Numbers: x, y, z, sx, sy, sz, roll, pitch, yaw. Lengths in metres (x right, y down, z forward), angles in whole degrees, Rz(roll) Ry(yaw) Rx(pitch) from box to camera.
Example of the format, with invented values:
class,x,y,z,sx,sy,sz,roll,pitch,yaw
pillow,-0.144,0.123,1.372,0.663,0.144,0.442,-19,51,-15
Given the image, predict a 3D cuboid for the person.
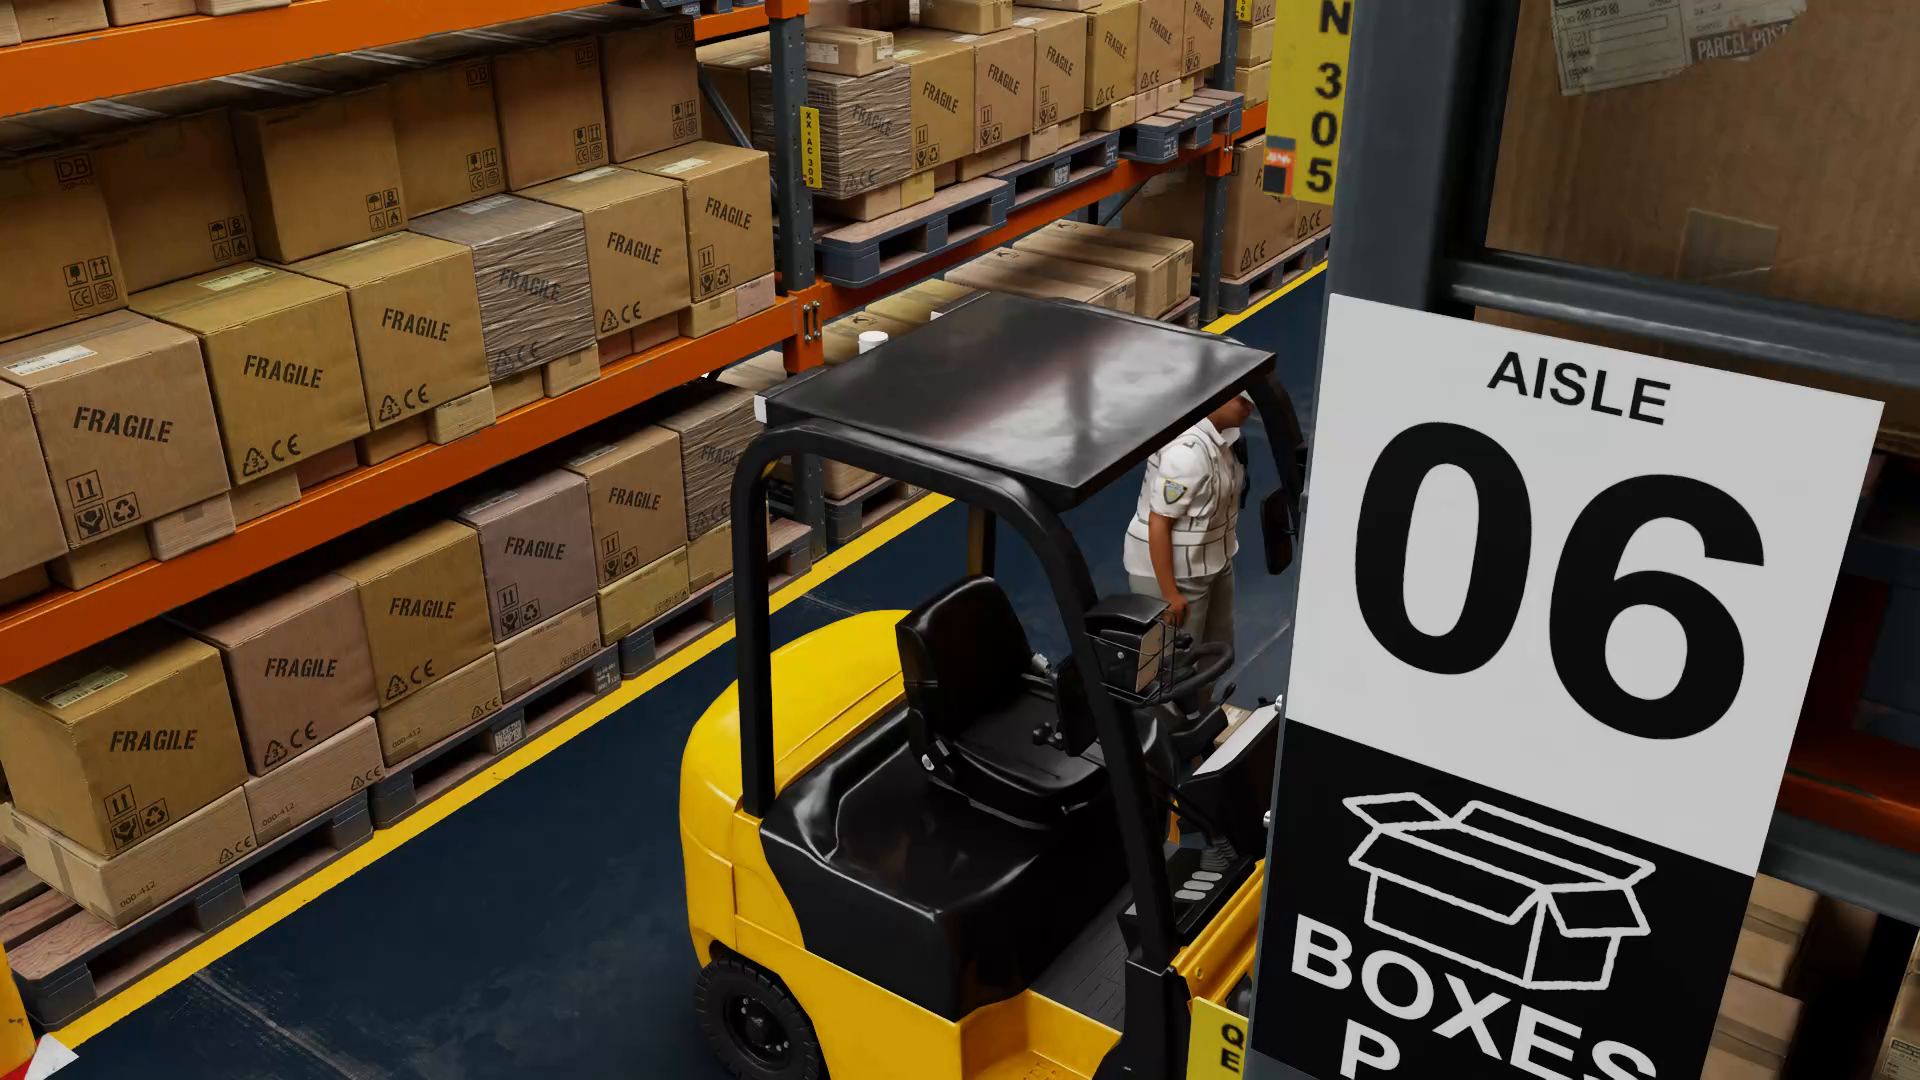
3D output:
class,x,y,z,sx,sy,sz,roll,pitch,yaw
person,0.802,0.112,5.908,0.403,1.651,0.558,15,31,27
